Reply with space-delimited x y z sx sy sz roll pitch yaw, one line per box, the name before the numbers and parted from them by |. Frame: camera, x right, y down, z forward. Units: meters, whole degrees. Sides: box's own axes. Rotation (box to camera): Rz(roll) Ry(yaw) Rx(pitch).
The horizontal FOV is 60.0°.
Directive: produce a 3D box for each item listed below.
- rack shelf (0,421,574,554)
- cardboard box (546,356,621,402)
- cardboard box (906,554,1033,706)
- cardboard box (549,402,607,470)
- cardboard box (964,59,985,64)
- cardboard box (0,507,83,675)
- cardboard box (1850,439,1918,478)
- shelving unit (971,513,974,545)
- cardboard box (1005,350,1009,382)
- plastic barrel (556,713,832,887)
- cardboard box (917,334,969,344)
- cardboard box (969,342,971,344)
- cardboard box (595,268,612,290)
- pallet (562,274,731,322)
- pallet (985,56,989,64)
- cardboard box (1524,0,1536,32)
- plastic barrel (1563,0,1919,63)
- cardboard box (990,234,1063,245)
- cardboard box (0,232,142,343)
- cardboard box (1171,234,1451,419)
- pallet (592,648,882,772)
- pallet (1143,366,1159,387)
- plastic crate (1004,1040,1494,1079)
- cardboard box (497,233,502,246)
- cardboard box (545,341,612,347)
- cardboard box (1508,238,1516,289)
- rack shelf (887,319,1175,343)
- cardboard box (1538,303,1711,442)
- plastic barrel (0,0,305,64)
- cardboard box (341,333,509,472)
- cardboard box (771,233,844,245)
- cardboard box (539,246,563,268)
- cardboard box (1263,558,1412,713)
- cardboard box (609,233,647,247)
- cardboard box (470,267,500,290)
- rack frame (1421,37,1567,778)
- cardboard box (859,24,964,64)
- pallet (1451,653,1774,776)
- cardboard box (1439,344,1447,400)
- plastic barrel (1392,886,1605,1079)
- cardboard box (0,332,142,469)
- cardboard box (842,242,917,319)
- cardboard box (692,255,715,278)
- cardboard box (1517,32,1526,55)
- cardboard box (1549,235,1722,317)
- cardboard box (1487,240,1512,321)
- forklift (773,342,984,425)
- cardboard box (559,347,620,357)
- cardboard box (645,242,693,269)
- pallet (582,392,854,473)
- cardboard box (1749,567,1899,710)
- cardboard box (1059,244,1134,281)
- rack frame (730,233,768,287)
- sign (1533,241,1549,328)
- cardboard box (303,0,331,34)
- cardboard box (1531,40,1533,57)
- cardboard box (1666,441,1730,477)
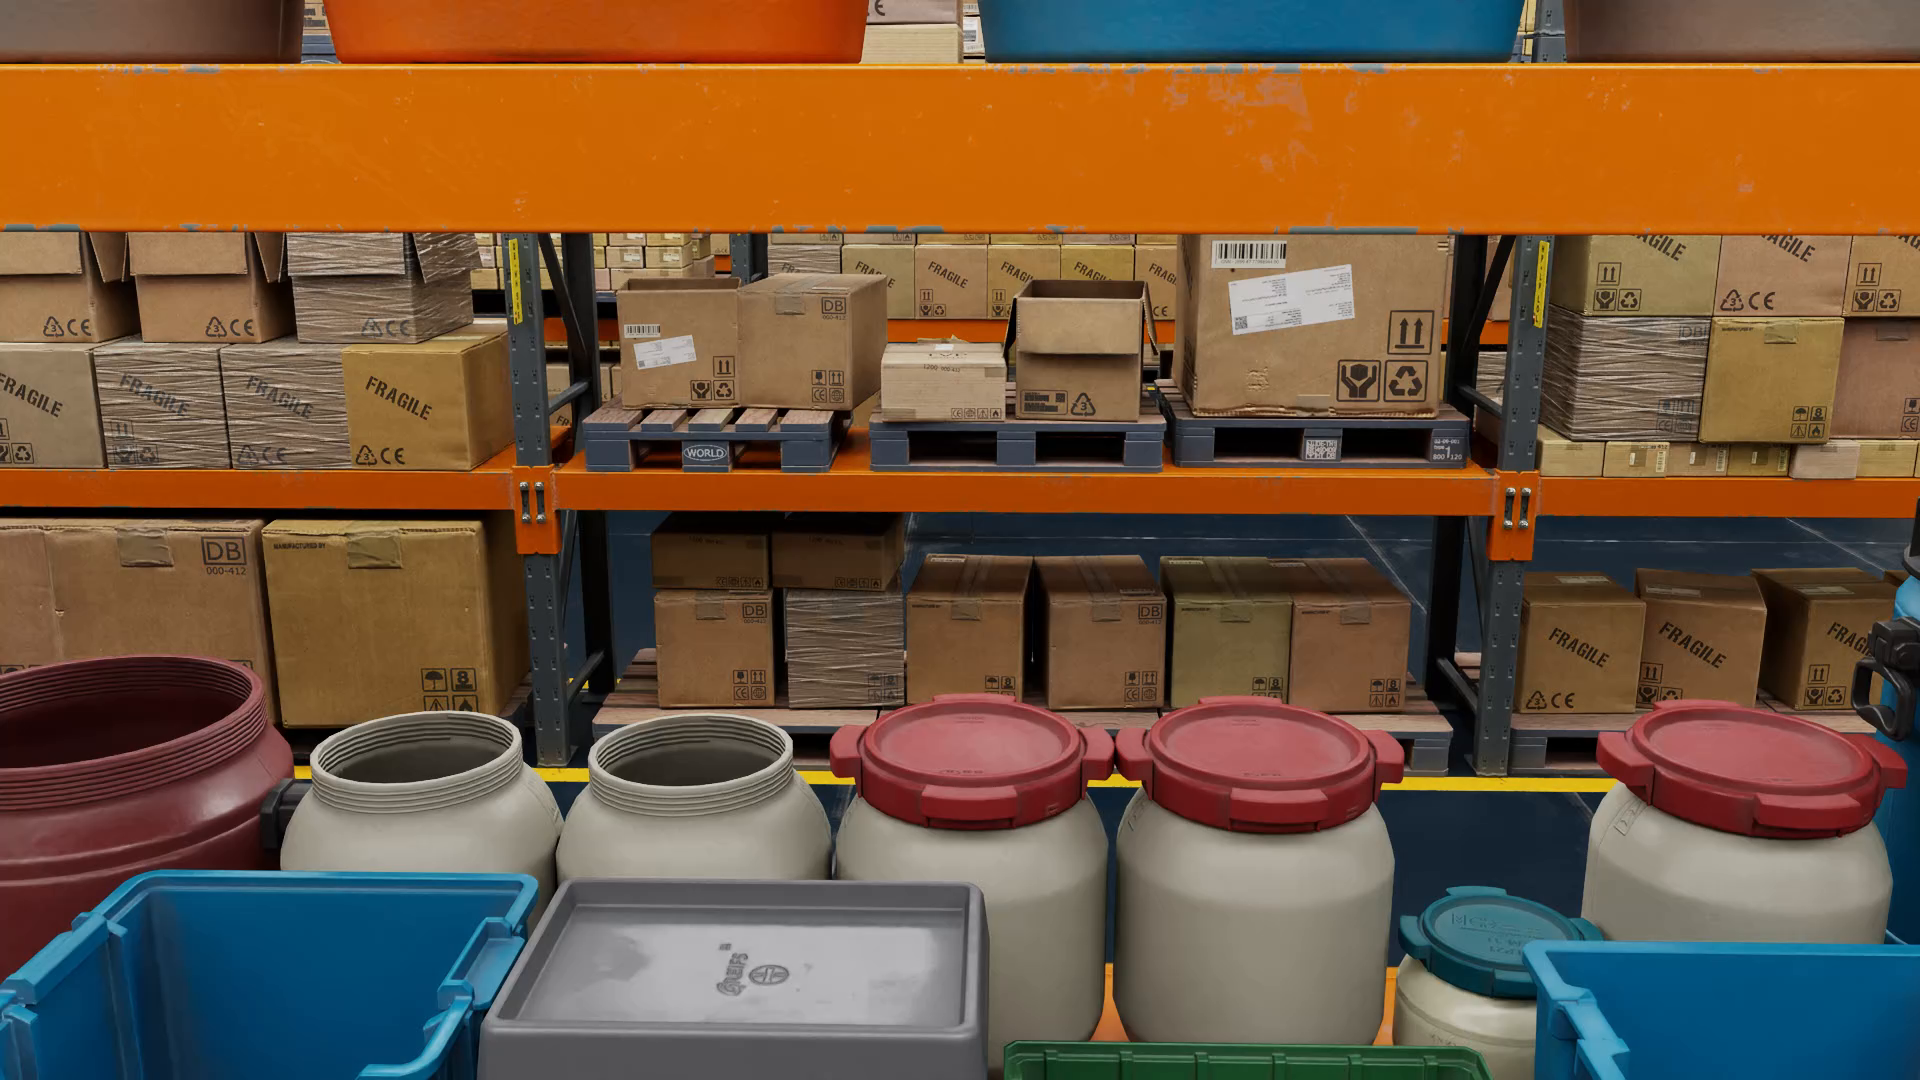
rack shelf | -3.737 -0.264 7.369 4.000 0.370 1.077 0 15 1
cardboard box | -2.705 -1.158 11.955 0.500 0.250 0.500 1 15 2
cardboard box | 0.055 0.399 7.485 0.500 0.500 0.700 2 15 6
cardboard box | -2.693 -0.799 12.065 0.500 0.500 0.500 1 15 4
cardboard box | 0.041 -4.623 16.401 0.637 0.503 0.797 0 15 1
cardboard box | -4.202 0.205 7.526 0.875 0.875 1.225 0 15 -1
cardboard box | 3.719 -0.371 6.858 0.250 0.149 0.380 0 15 1
shelving unit | -0.165 -0.581 10.691 0.503 1.200 0.258 0 15 1
cardboard box | -0.029 -0.946 12.133 0.750 0.750 1.050 1 15 2
plastic barrel | -0.409 0.566 2.597 0.421 0.512 0.421 0 15 0
cardboard box | -0.063 -0.794 7.411 0.258 0.266 0.396 0 15 0
cardboard box | -0.182 -2.049 17.055 0.625 0.372 0.950 0 15 0
cardboard box | -2.520 -1.834 11.580 0.250 0.149 0.380 1 15 2
pallet | -2.225 -1.747 11.959 1.003 0.211 1.213 0 15 1
pallet | 0.610 -1.969 6.911 1.003 0.211 1.213 0 15 1
cardboard box | 3.980 -3.529 11.148 0.500 0.250 0.500 0 15 1
plastic barrel | 0.967 -0.954 1.714 0.600 0.901 0.600 0 15 0
cardboard box | 0.469 -2.380 11.825 0.500 0.500 0.700 0 15 1
cardboard box | -3.790 -1.148 7.150 0.637 0.503 0.797 1 15 3
cardboard box | 1.471 -1.106 7.154 1.000 1.000 1.000 0 15 2
pallet | -0.956 0.755 7.563 1.213 0.211 1.003 0 15 1
pallet | 1.736 -1.756 17.082 1.213 0.211 1.003 0 15 1
plastic crate | 0.387 0.854 2.139 0.662 0.188 0.450 0 15 1
cardboard box | -3.032 -2.126 11.521 0.250 0.149 0.380 0 15 1
cardboard box | -3.958 -2.340 17.170 0.875 0.875 0.875 1 15 3
cardboard box | 2.718 -1.315 7.206 0.500 0.500 0.500 0 15 1
rack shelf | 0.490 -1.502 12.062 4.000 0.370 1.077 0 15 1
cardboard box | 2.710 -0.746 7.008 0.500 0.500 0.875 0 15 1
plastic barrel | -1.048 -0.967 1.764 0.600 0.901 0.600 0 15 0
cardboard box | -2.237 -0.587 6.988 0.500 0.500 0.500 1 15 3
cardboard box | -1.061 -2.389 11.859 0.500 0.500 0.700 0 15 1
cardboard box | -2.795 -1.979 11.548 0.250 0.149 0.380 0 15 2
cardboard box | 1.648 0.414 7.428 0.500 0.500 0.700 -1 15 -3
cardboard box | -2.262 -2.120 11.500 0.250 0.149 0.380 0 15 1
cardboard box | -3.296 -1.840 11.603 0.250 0.149 0.380 1 15 3
rack frame | 2.262 -0.572 7.129 0.127 3.000 1.000 0 15 1
cardboard box | -0.247 -1.904 6.590 0.500 0.250 0.500 1 15 3
pallet | 2.934 0.771 7.502 1.213 0.211 1.003 0 15 1
cardboard box | 3.116 -0.990 12.055 0.875 0.875 0.875 1 15 2
plastic barrel | 0.816 0.710 2.540 0.301 0.262 0.301 0 15 0
cardboard box | -3.763 -0.598 7.029 0.500 0.500 0.500 1 15 2
cardboard box | -0.559 -1.837 11.725 0.500 0.500 0.500 0 15 1
cardboard box | -1.952 -1.999 12.204 0.250 0.149 0.380 0 15 1
cardboard box | 3.603 -3.323 11.148 0.250 0.149 0.380 0 15 1
cardboard box | 2.705 -1.180 6.694 0.500 0.500 0.500 0 15 1
cardboard box | 3.946 -1.878 11.785 0.550 0.550 0.875 0 15 1
forklift | -0.116 -2.429 14.302 3.031 2.935 1.130 -1 15 -3
cardboard box | -2.700 -1.289 12.453 0.500 0.250 0.500 0 15 1
cardboard box | -2.015 -1.975 11.532 0.250 0.149 0.380 1 15 3
pallet | -1.022 -0.528 7.338 1.003 0.211 1.213 0 15 1
cardboard box | 3.856 0.432 7.400 0.500 0.500 0.500 -1 15 -4
cardboard box | 0.950 -1.827 11.688 0.500 0.500 0.500 1 15 2
rack frame | -1.509 -1.863 12.020 0.127 3.000 1.000 0 15 1
sign | 2.251 -0.991 6.445 0.005 0.325 0.100 0 15 1
cardboard box | -2.349 -2.287 6.724 0.637 0.503 0.797 1 15 5
cardboard box | 2.724 -2.014 7.007 0.500 0.250 0.500 1 15 4
cardboard box | 2.969 -0.373 6.867 0.250 0.149 0.380 0 15 1
